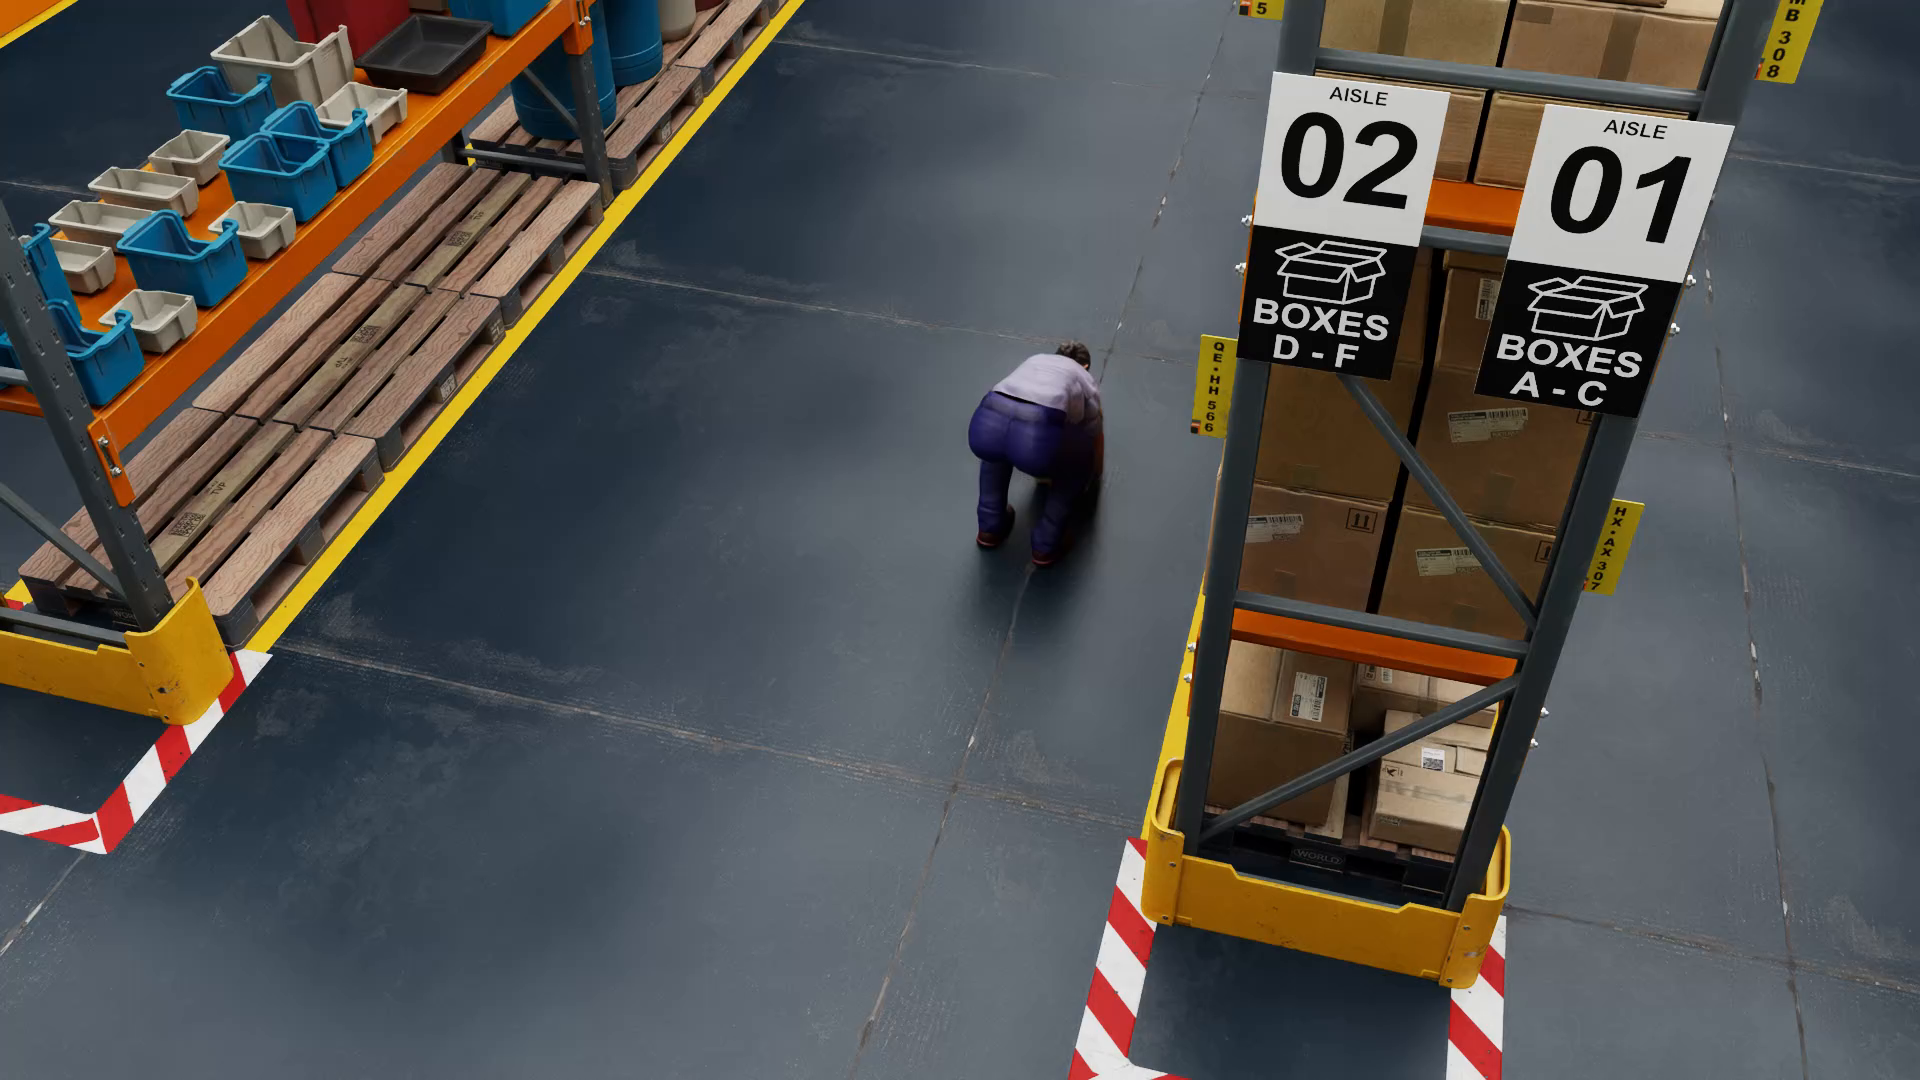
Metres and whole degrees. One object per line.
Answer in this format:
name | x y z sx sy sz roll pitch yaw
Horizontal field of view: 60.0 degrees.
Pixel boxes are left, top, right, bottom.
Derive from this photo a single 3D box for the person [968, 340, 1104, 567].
person | 0.374 -0.442 7.256 0.497 0.881 0.838 17 44 18
